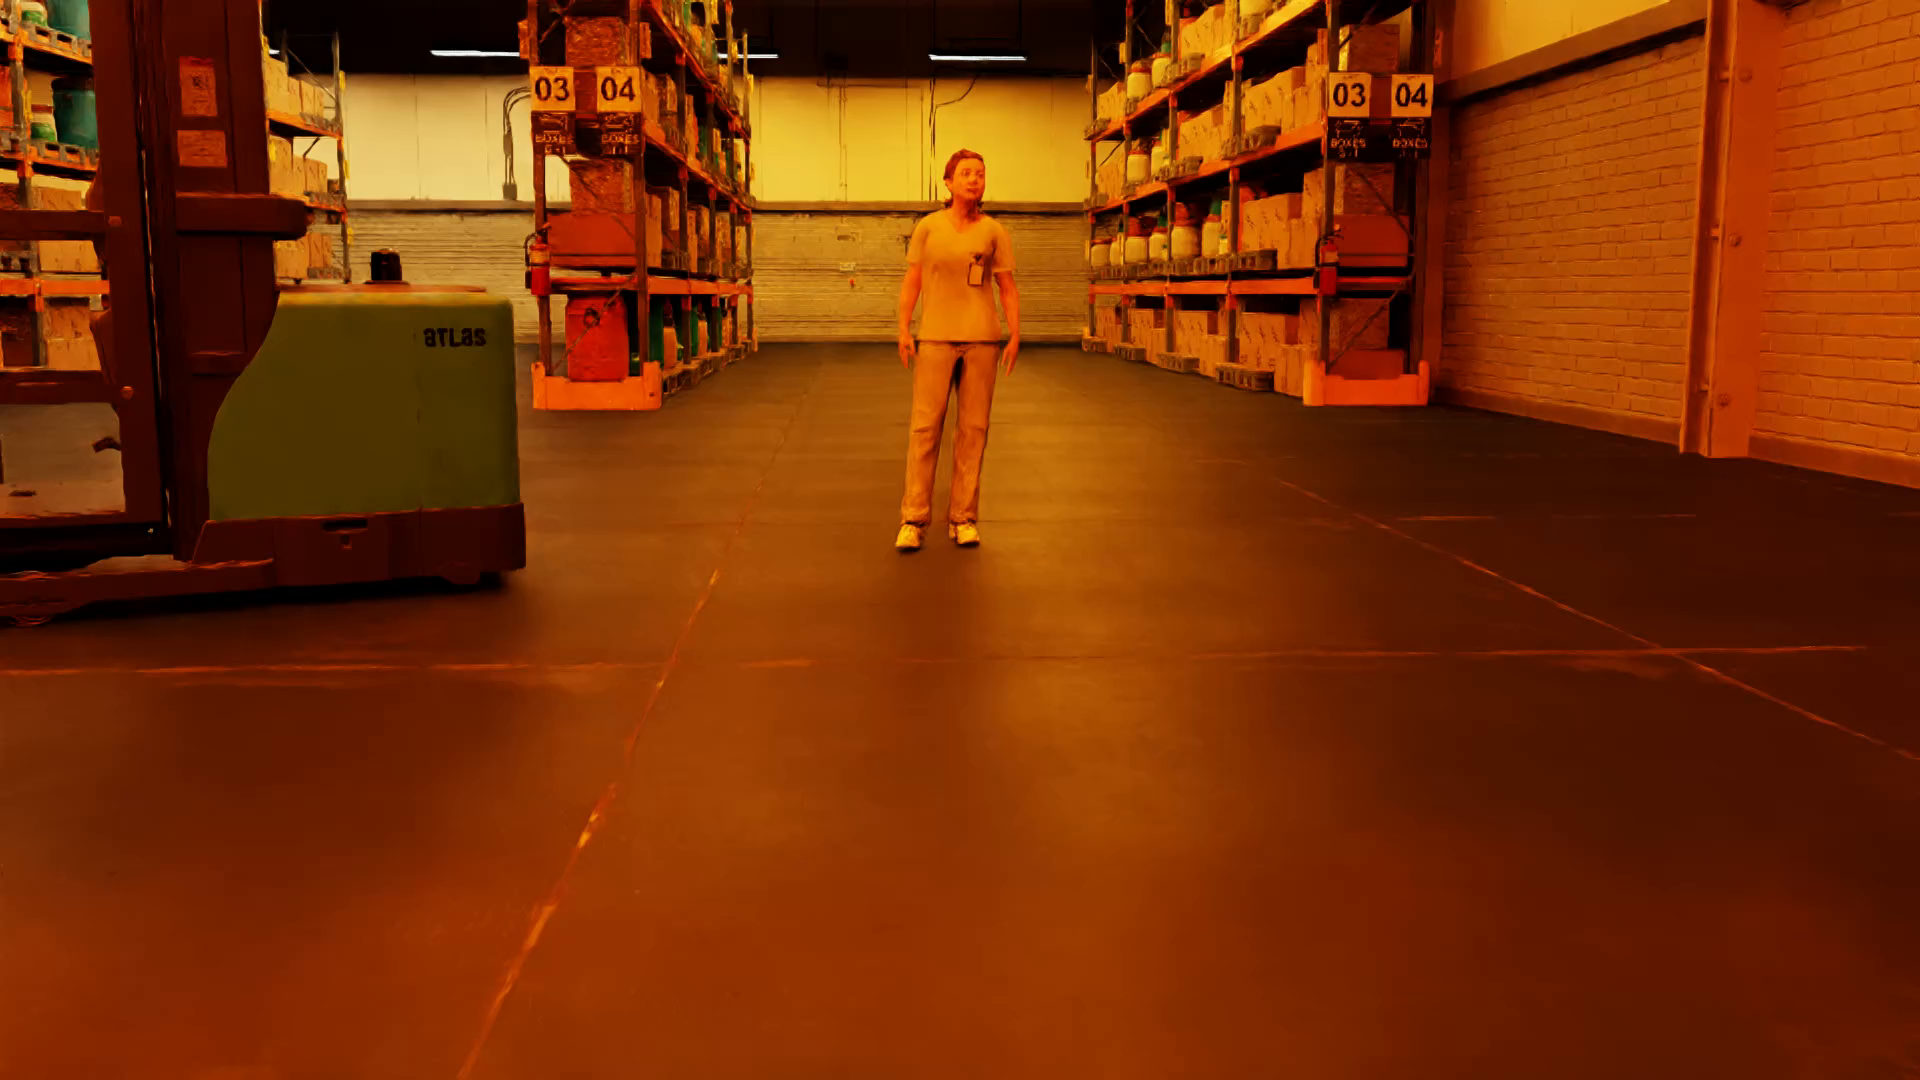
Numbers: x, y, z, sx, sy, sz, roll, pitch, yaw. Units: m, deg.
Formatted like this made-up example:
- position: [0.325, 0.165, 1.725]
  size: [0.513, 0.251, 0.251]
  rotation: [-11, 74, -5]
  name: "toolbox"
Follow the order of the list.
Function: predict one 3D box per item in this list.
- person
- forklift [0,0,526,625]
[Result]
- position: [-0.009, -0.825, 7.112]
  size: [0.550, 1.674, 0.548]
  rotation: [-1, 8, -4]
  name: "person"
- position: [-3.168, -1.248, 5.737]
  size: [3.031, 2.935, 1.130]
  rotation: [-4, 9, -25]
  name: "forklift"
